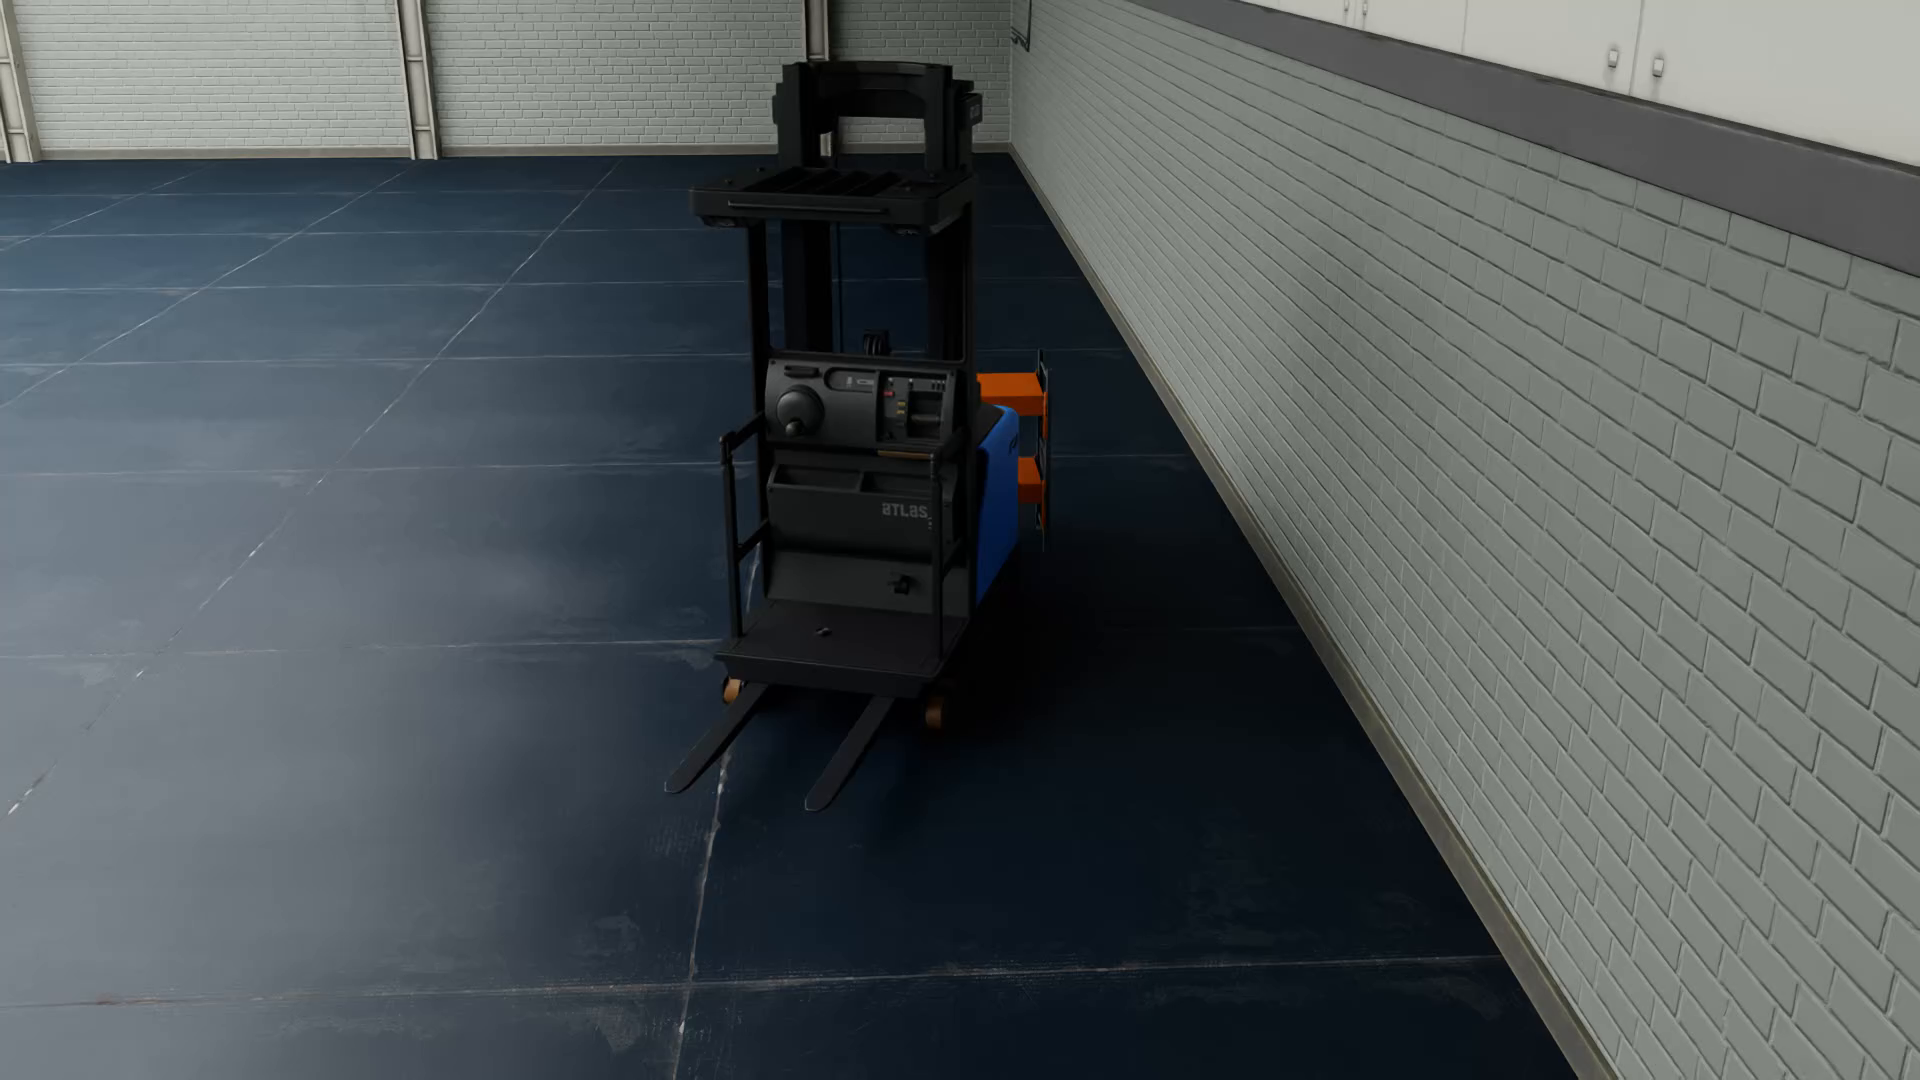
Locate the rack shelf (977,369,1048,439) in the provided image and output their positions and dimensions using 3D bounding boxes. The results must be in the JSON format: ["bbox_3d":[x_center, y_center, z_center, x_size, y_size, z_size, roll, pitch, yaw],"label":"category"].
[{"bbox_3d":[-0.007,-0.799,9.816,1.000,0.278,0.538,-1,21,-3],"label":"rack shelf"}]

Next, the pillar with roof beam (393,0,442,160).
[{"bbox_3d":[-7.933,-8.538,19.900,0.400,9.000,9.100,-1,21,-3],"label":"pillar with roof beam"}]

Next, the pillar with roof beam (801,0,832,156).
[{"bbox_3d":[-1.943,-8.660,20.220,0.400,9.000,9.100,-1,21,-3],"label":"pillar with roof beam"}]

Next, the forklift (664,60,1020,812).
[{"bbox_3d":[-0.519,-0.628,7.652,1.130,2.935,3.031,5,21,13],"label":"forklift"}]

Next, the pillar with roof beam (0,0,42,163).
[{"bbox_3d":[-13.923,-8.416,19.580,0.400,9.000,9.100,-1,21,-3],"label":"pillar with roof beam"}]

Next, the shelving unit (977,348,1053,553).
[{"bbox_3d":[-0.007,-0.526,9.920,1.048,1.125,0.538,-1,21,-3],"label":"shelving unit"}]

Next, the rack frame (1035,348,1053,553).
[{"bbox_3d":[0.501,-0.536,9.948,0.032,1.125,0.500,-1,21,-3],"label":"rack frame"}]

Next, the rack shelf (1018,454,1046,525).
[{"bbox_3d":[-0.007,-0.297,10.007,1.000,0.278,0.538,-1,21,-3],"label":"rack shelf"}]

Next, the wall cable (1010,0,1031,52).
[{"bbox_3d":[0.828,-8.328,23.712,0.112,2.526,3.097,-1,21,-3],"label":"wall cable"}]
